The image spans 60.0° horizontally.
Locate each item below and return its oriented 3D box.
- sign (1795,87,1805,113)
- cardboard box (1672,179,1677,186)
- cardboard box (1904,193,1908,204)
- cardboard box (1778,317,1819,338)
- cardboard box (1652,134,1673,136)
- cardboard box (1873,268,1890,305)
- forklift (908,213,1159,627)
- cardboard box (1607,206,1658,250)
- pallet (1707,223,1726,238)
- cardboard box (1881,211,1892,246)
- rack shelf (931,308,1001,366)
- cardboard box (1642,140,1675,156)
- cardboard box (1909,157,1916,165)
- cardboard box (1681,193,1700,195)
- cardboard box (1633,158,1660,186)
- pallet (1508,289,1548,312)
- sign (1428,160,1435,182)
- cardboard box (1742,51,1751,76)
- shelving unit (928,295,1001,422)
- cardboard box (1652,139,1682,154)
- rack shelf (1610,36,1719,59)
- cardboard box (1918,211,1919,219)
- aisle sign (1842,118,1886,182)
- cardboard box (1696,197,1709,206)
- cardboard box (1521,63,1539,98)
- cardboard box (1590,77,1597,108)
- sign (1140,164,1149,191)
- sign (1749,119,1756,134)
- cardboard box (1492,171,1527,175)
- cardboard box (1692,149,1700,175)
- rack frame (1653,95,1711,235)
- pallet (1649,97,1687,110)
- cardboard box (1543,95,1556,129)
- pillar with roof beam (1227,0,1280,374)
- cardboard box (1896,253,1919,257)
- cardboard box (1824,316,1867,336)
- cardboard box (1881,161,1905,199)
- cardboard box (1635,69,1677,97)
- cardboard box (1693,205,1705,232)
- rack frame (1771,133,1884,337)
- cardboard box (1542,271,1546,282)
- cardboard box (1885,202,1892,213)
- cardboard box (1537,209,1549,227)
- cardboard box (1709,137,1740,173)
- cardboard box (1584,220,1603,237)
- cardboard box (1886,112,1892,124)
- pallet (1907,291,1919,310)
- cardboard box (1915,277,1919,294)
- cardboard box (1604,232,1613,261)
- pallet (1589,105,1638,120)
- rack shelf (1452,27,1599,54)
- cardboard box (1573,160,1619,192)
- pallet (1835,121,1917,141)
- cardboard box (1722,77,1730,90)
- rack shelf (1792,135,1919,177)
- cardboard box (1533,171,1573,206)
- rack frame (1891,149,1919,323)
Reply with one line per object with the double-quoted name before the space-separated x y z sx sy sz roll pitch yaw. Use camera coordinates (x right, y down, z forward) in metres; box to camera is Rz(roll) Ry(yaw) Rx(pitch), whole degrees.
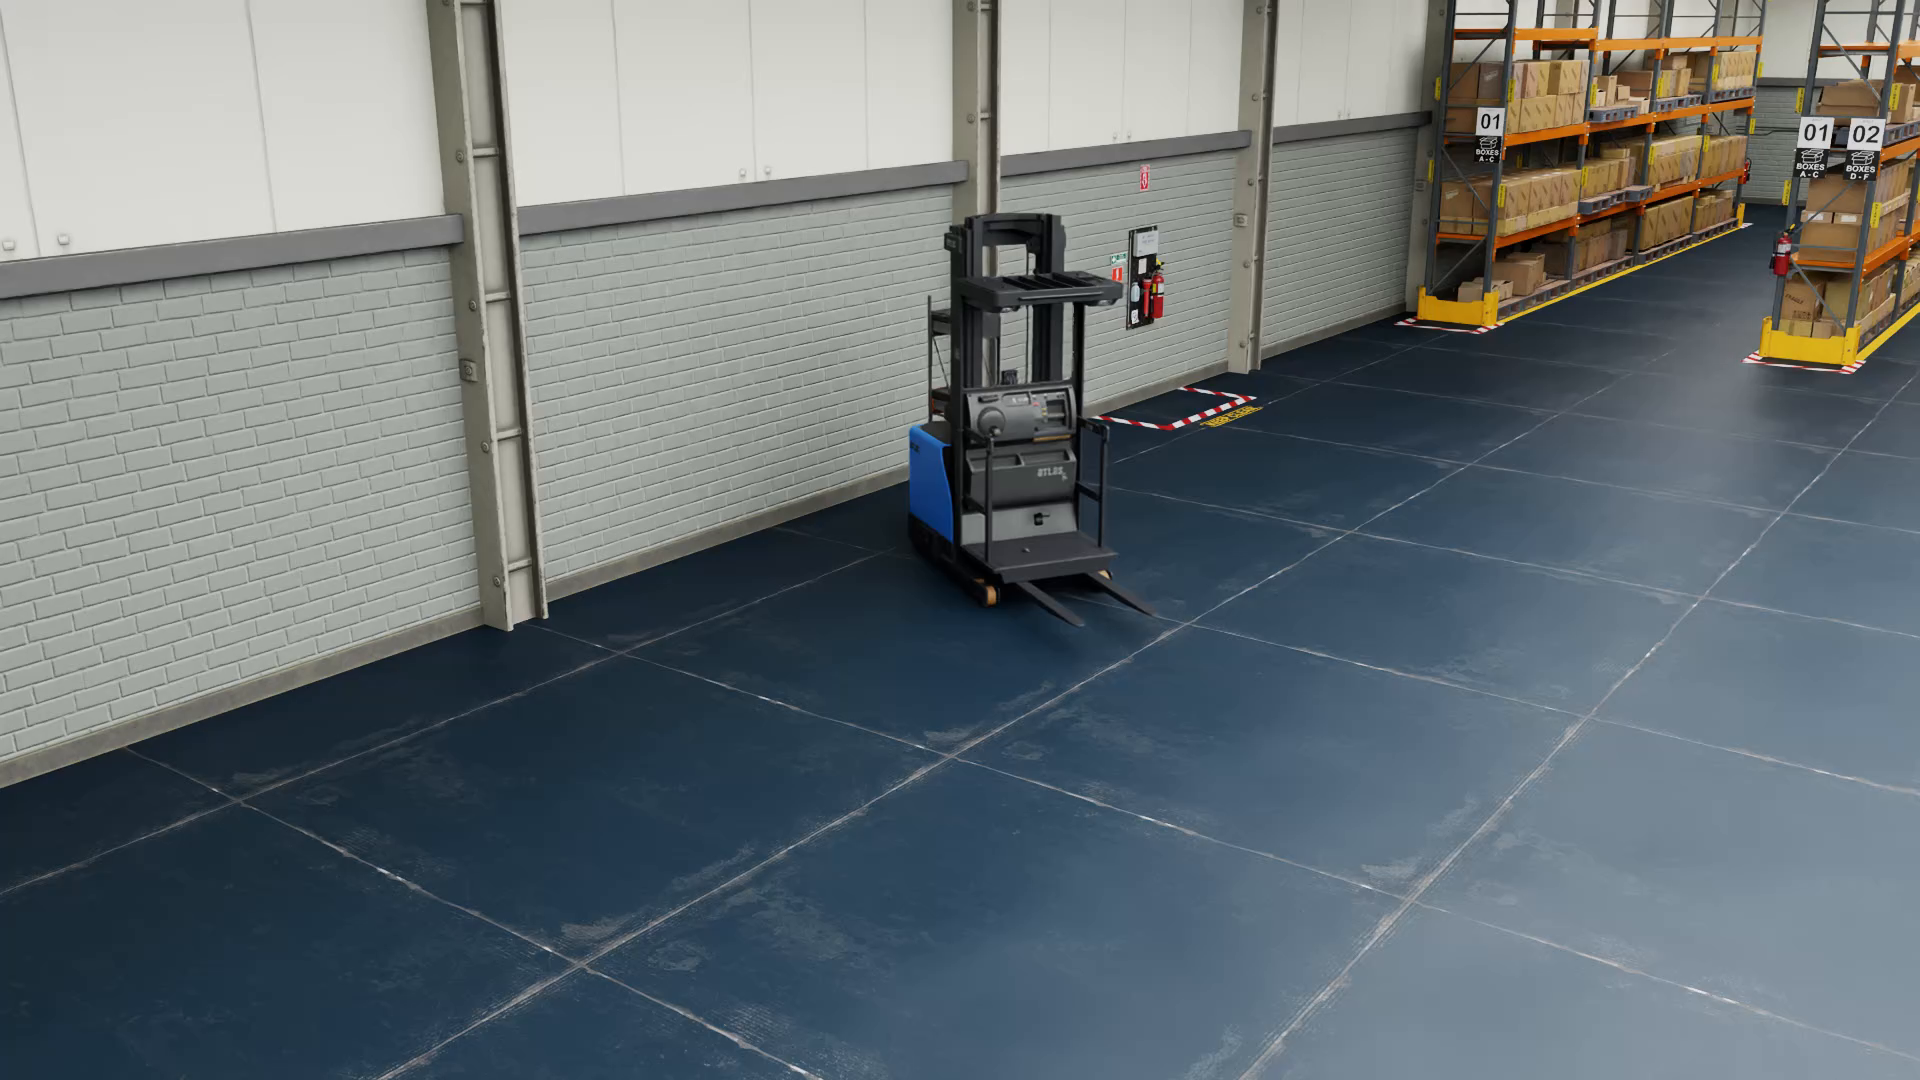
"sign" 11.144 -5.828 22.036 0.100 0.325 0.005 12 21 35
"cardboard box" 13.975 -7.108 32.965 0.380 0.149 0.250 12 21 33
"cardboard box" 13.965 -5.119 24.908 0.380 0.149 0.250 12 21 35
"cardboard box" 11.654 -2.979 23.206 0.500 0.250 0.500 12 21 35
"cardboard box" 14.258 -8.138 33.923 0.500 0.250 0.500 13 22 36
"cardboard box" 13.252 -3.724 24.341 0.500 0.500 0.500 12 21 35
"forklift" 0.577 -1.020 13.085 1.130 2.935 3.031 -7 19 -21
"cardboard box" 12.901 -6.017 31.979 0.750 0.750 0.750 12 21 34
"pallet" 15.983 -6.771 36.193 1.003 0.211 1.213 12 21 35
"cardboard box" 13.084 -4.559 24.200 0.700 0.500 0.500 13 21 35
"rack shelf" 0.037 -1.797 14.675 0.480 0.518 0.431 -14 22 -37
"cardboard box" 13.449 -7.559 32.060 0.500 0.250 0.500 13 21 35
"cardboard box" 17.901 -6.770 30.608 0.500 0.500 0.700 -16 23 -42
"cardboard box" 15.796 -7.432 36.030 0.380 0.149 0.250 12 21 34
"cardboard box" 12.852 -6.961 31.398 0.500 0.500 0.500 13 22 36
"pallet" 8.876 -3.949 27.104 1.003 0.211 1.213 12 21 35
"sign" 7.157 -5.593 25.210 0.100 0.325 0.005 12 21 35
"cardboard box" 16.600 -10.224 35.664 0.500 0.500 0.500 13 22 36
"shelving unit" 0.037 -1.141 14.878 0.503 2.100 0.431 -14 22 -37
"cardboard box" 13.749 -7.682 32.455 0.500 0.250 0.500 12 21 34
"rack shelf" 13.549 -9.498 32.043 1.077 0.370 4.000 12 21 35
"cardboard box" 15.623 -5.383 27.444 0.380 0.149 0.250 14 22 39
"aisle sign" 11.778 -5.083 21.671 0.394 0.787 0.004 12 21 35
"cardboard box" 15.619 -7.170 35.187 0.380 0.149 0.250 13 22 37
"cardboard box" 8.355 -6.913 25.000 0.500 0.500 0.500 12 21 34
"cardboard box" 10.364 -7.535 28.017 0.500 0.500 0.500 16 24 42
"sign" 2.150 -4.217 19.358 0.001 0.298 0.199 12 21 35
"sign" 17.552 -9.164 36.843 0.100 0.325 0.005 12 21 35
"cardboard box" 8.914 -5.719 27.058 0.500 0.500 0.500 13 22 36
"cardboard box" 14.668 -7.689 33.742 0.500 0.500 0.500 12 21 34
"rack frame" 14.741 -7.644 34.301 1.000 3.000 0.127 12 21 35
"pallet" 13.362 -8.463 32.200 1.003 0.211 1.213 14 22 37
"cardboard box" 8.948 -6.688 25.964 0.500 0.500 0.500 14 22 38
"pillar with roof beam" 7.196 -5.781 18.185 9.100 9.000 0.400 12 21 35
"cardboard box" 15.616 -4.559 27.350 0.500 0.311 0.500 12 21 34
"cardboard box" 12.365 -3.007 23.297 0.500 0.250 0.500 12 21 35
"cardboard box" 13.395 -5.304 24.410 0.700 0.500 0.500 12 21 35
"cardboard box" 13.499 -8.892 32.352 0.700 0.500 0.500 12 21 35
"cardboard box" 15.269 -6.811 35.125 0.700 0.500 0.500 13 21 35
"rack frame" 11.571 -3.911 22.281 1.000 3.000 0.127 12 21 35
"cardboard box" 9.679 -4.463 28.093 0.380 0.166 0.250 9 20 28
"cardboard box" 13.051 -4.753 23.729 0.380 0.149 0.250 13 22 36
"cardboard box" 9.046 -5.150 26.490 0.500 0.250 0.500 13 21 35
"cardboard box" 16.404 -8.441 36.363 0.980 0.700 0.700 12 21 34
"cardboard box" 11.278 -5.637 30.047 0.500 0.250 0.500 12 21 34
"cardboard box" 12.414 -5.740 22.593 0.380 0.149 0.250 12 21 35
"pallet" 15.089 -4.007 27.290 1.003 0.211 1.213 12 21 35
"cardboard box" 15.310 -4.170 27.043 0.500 0.250 0.500 13 21 36
"cardboard box" 11.570 -5.425 30.628 0.700 0.500 0.500 12 21 35
"pallet" 11.043 -7.457 28.958 1.213 0.211 1.003 12 21 35
"rack shelf" 8.783 -7.782 25.849 1.077 0.370 4.000 12 21 35
"cardboard box" 11.361 -6.535 29.819 0.700 0.500 0.500 12 21 35
"pallet" 12.740 -5.757 23.317 1.003 0.211 1.213 12 21 35
"cardboard box" 15.679 -9.490 34.564 0.500 0.250 0.500 12 21 34
"rack shelf" 12.763 -5.477 23.477 1.077 0.370 4.000 12 21 35
"cardboard box" 9.648 -5.747 27.149 0.500 0.500 0.500 12 21 34
"rack frame" 13.955 -4.864 25.349 1.000 3.000 0.127 12 21 35
